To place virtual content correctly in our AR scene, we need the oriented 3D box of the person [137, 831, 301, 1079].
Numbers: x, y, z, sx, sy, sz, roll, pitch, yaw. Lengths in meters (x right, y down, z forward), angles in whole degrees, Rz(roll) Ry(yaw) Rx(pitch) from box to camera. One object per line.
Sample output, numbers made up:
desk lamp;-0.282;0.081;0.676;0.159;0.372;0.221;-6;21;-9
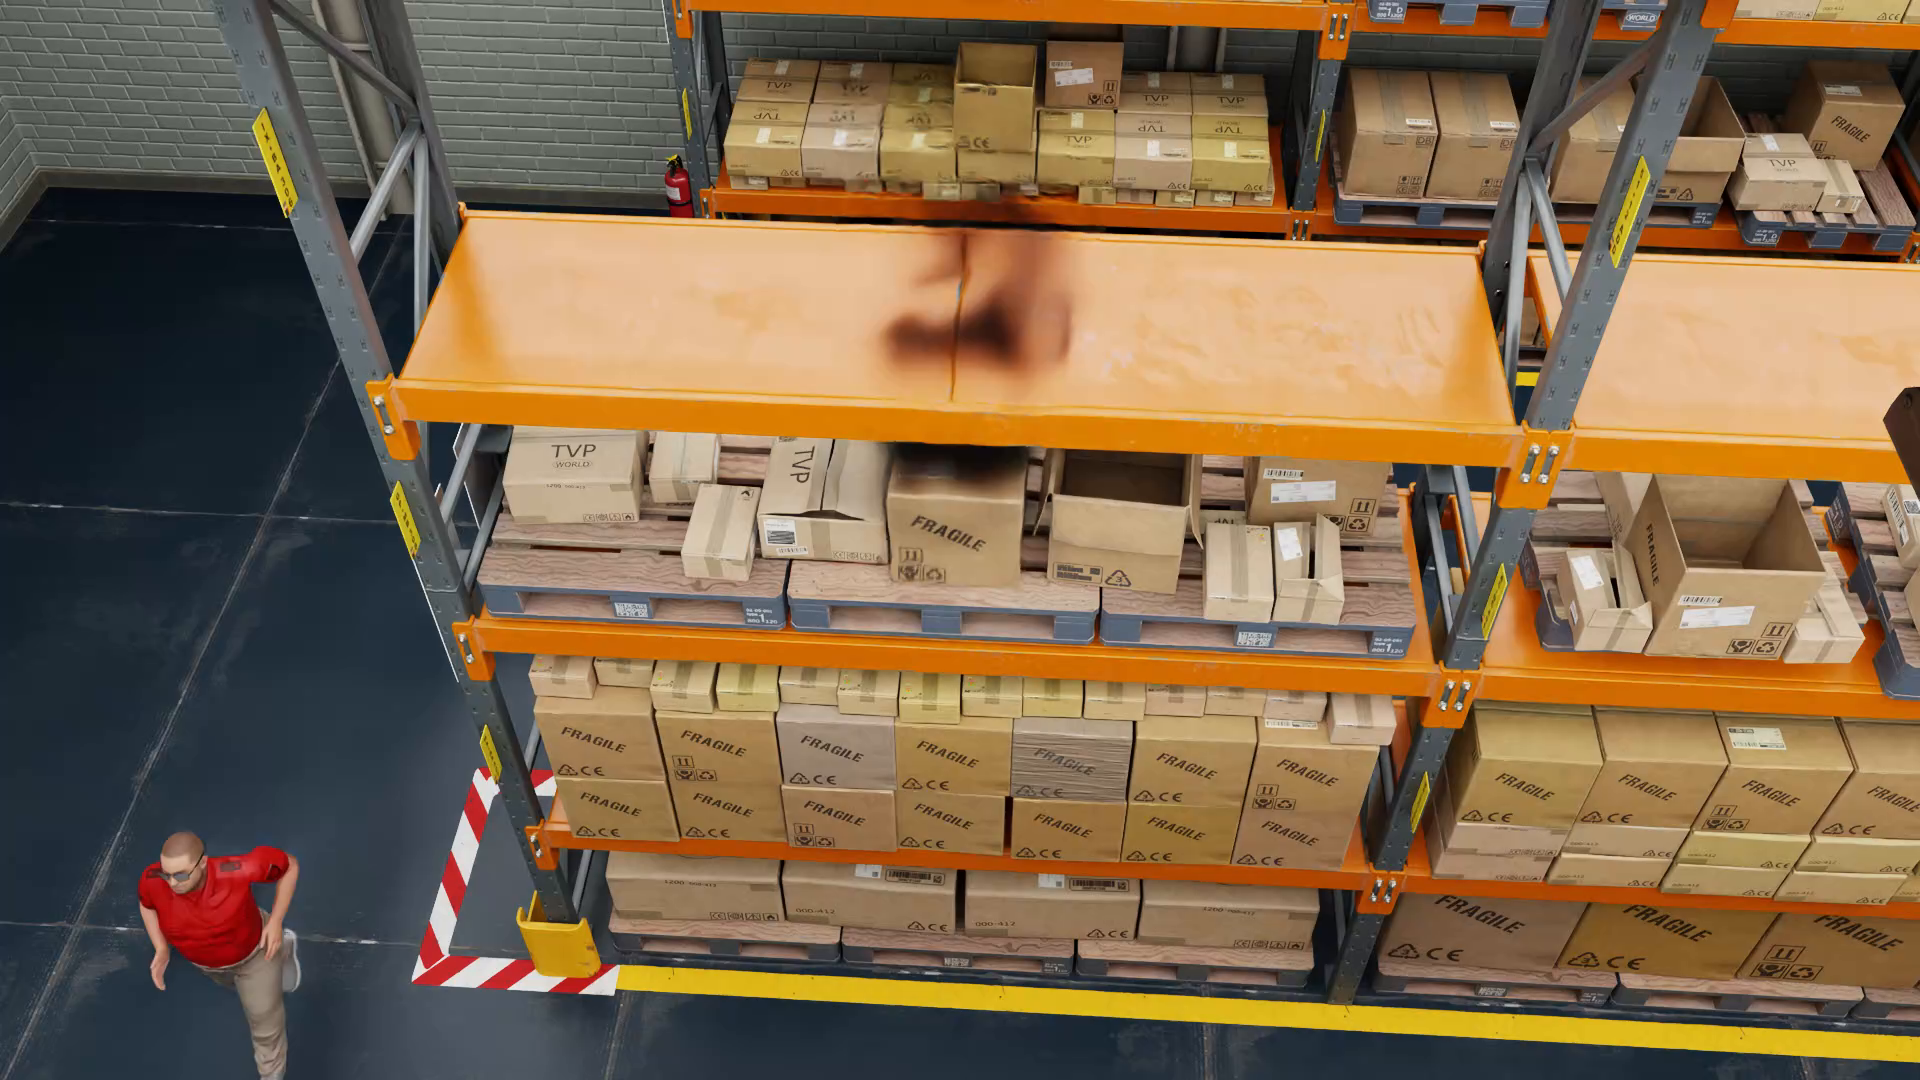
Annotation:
person;-3.277;1.857;7.548;0.668;1.764;0.920;0;48;0
